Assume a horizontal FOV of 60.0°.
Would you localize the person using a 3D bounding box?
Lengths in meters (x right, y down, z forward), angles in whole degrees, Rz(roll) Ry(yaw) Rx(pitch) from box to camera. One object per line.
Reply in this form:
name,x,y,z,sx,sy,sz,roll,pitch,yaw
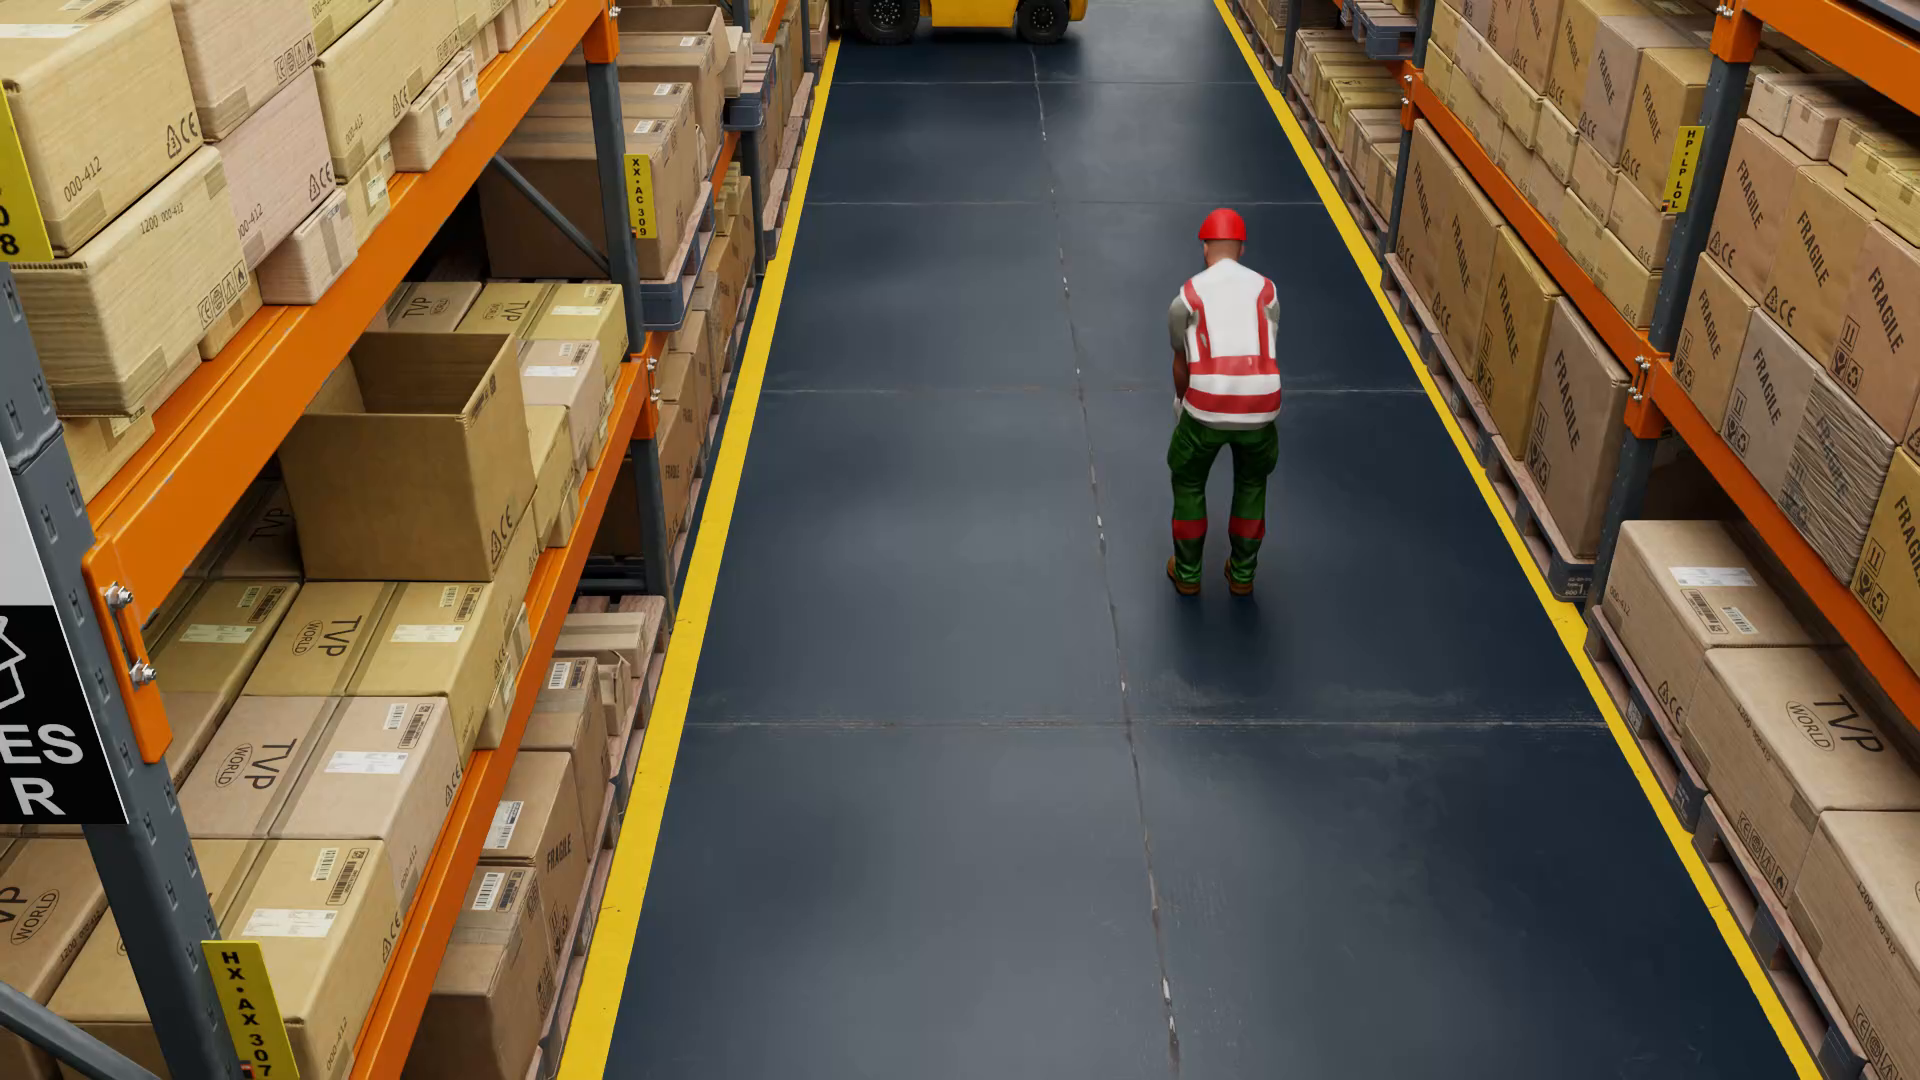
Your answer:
person,1.132,-0.589,7.234,0.490,1.627,0.740,-1,31,-1
